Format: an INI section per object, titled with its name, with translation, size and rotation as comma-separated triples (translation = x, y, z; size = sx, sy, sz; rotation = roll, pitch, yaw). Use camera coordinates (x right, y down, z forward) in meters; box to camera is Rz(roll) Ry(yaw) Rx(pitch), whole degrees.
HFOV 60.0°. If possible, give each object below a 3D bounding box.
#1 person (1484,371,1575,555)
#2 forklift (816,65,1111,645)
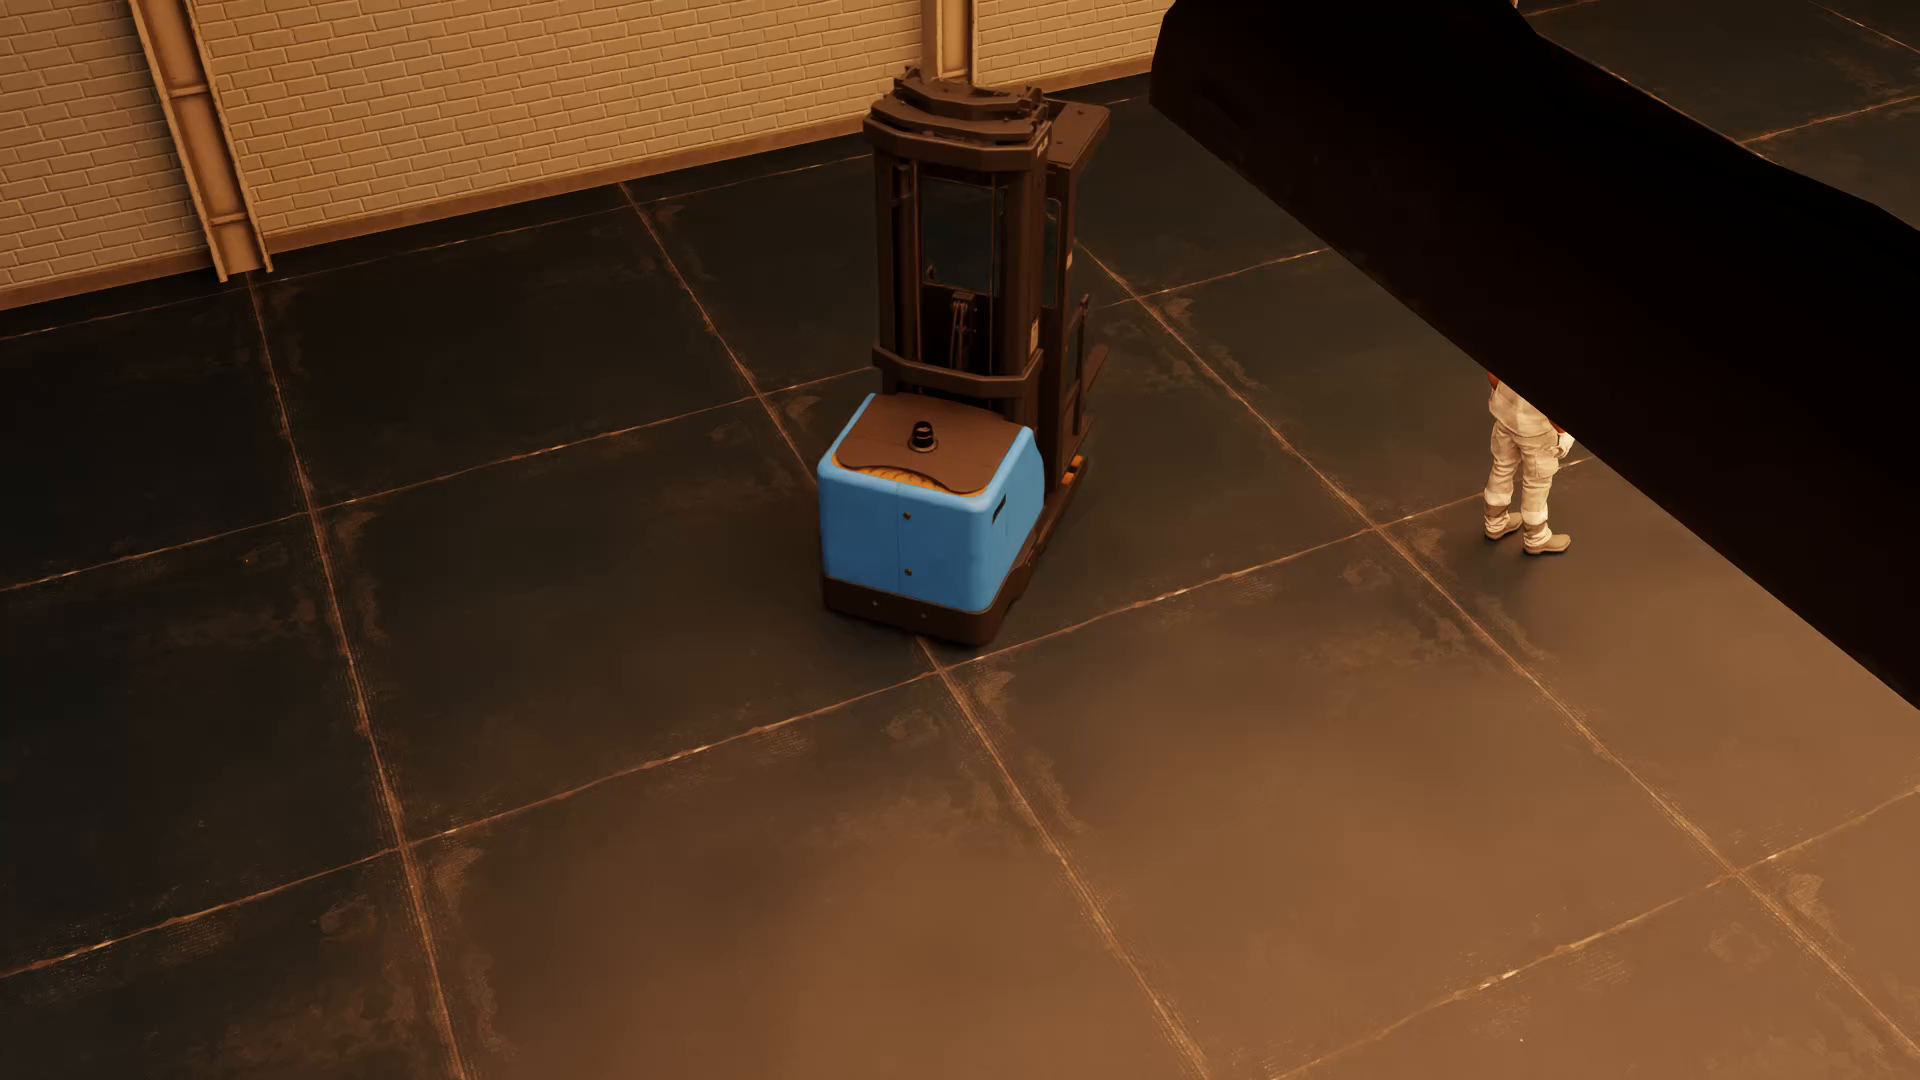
[person]
translation = 3.389, -0.732, 9.773
size = 0.564, 1.788, 0.638
rotation = -18, 43, -20
[forklift]
translation = 0.185, -1.479, 9.788
size = 1.130, 2.935, 3.031
rotation = 13, 42, 16
